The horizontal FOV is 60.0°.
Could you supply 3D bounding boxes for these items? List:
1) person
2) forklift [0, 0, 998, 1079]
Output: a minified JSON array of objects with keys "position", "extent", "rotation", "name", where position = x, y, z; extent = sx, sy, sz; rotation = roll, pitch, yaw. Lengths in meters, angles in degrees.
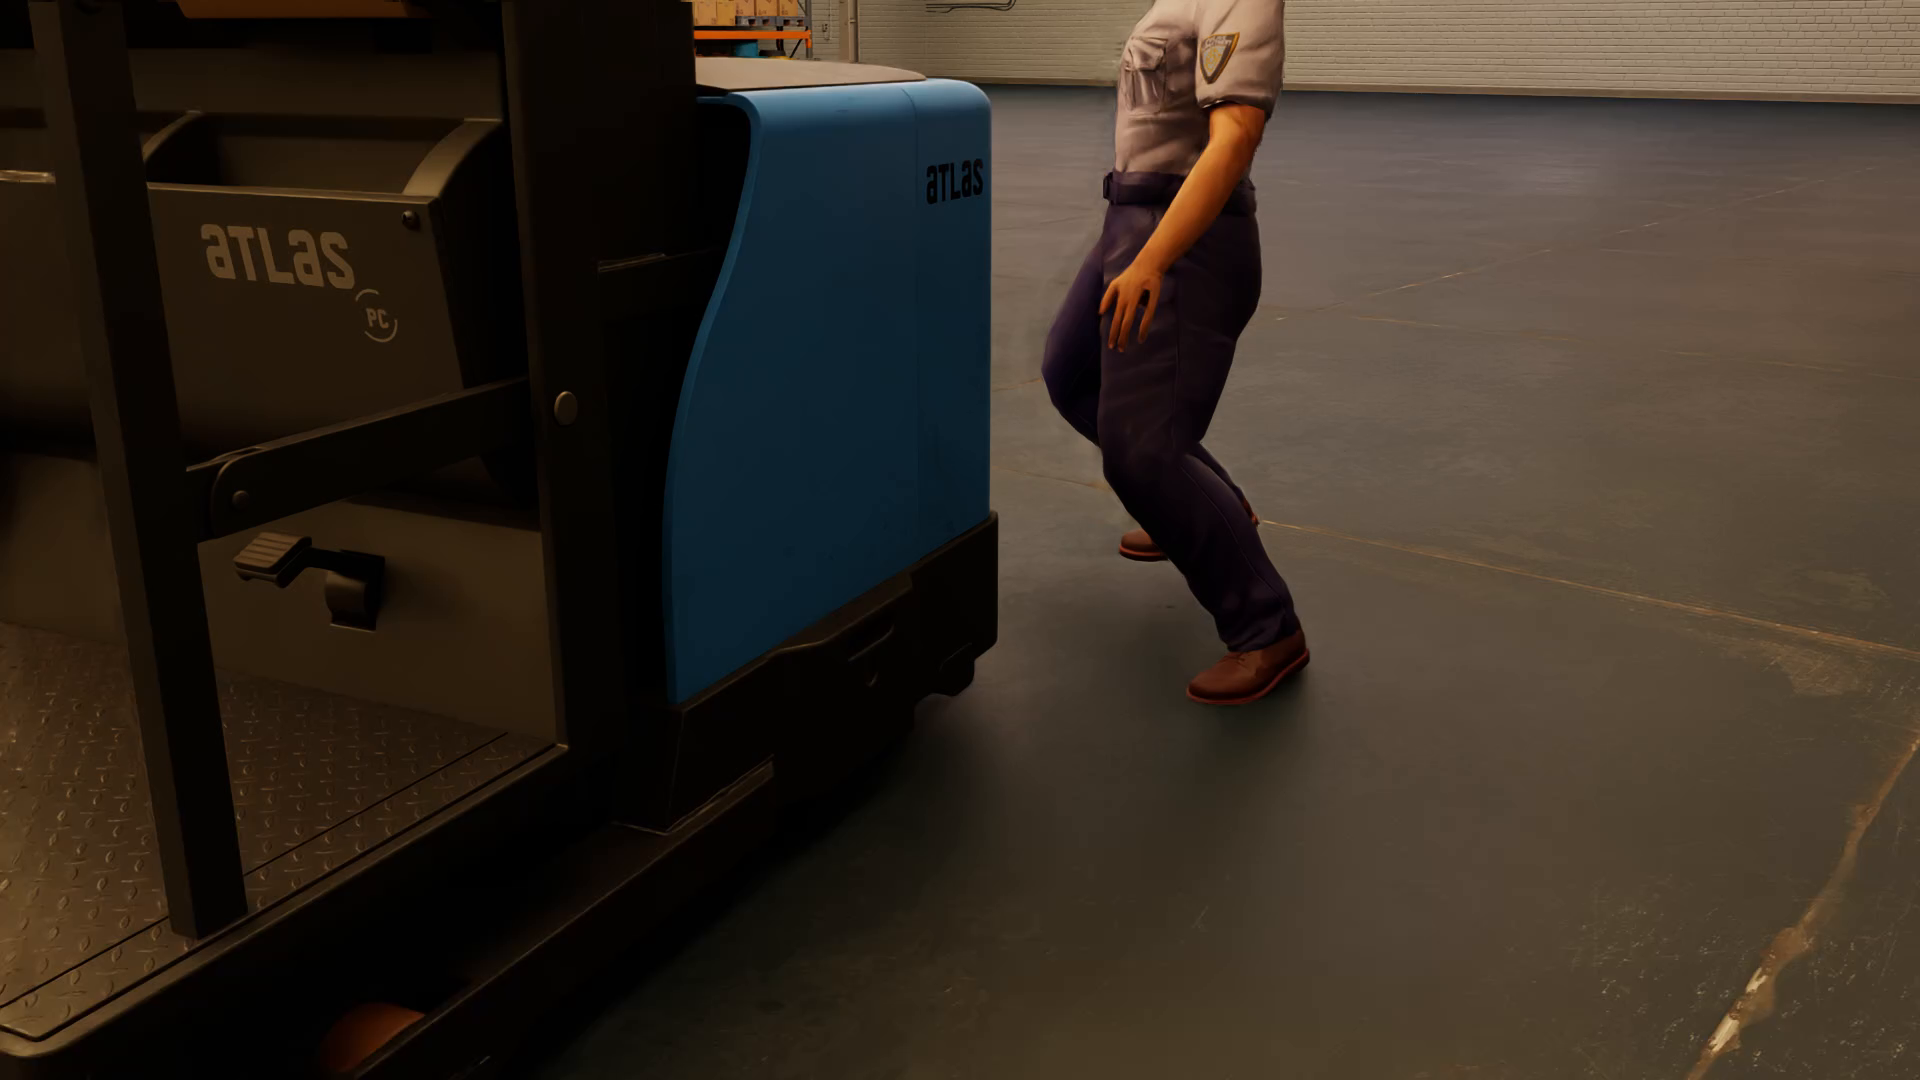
[{"position":[0.411,-0.557,3.143],"extent":[0.542,1.562,0.850],"rotation":[2,17,7],"name":"person"},{"position":[-1.024,-0.835,1.647],"extent":[1.130,2.935,3.031],"rotation":[8,19,24],"name":"forklift"}]
